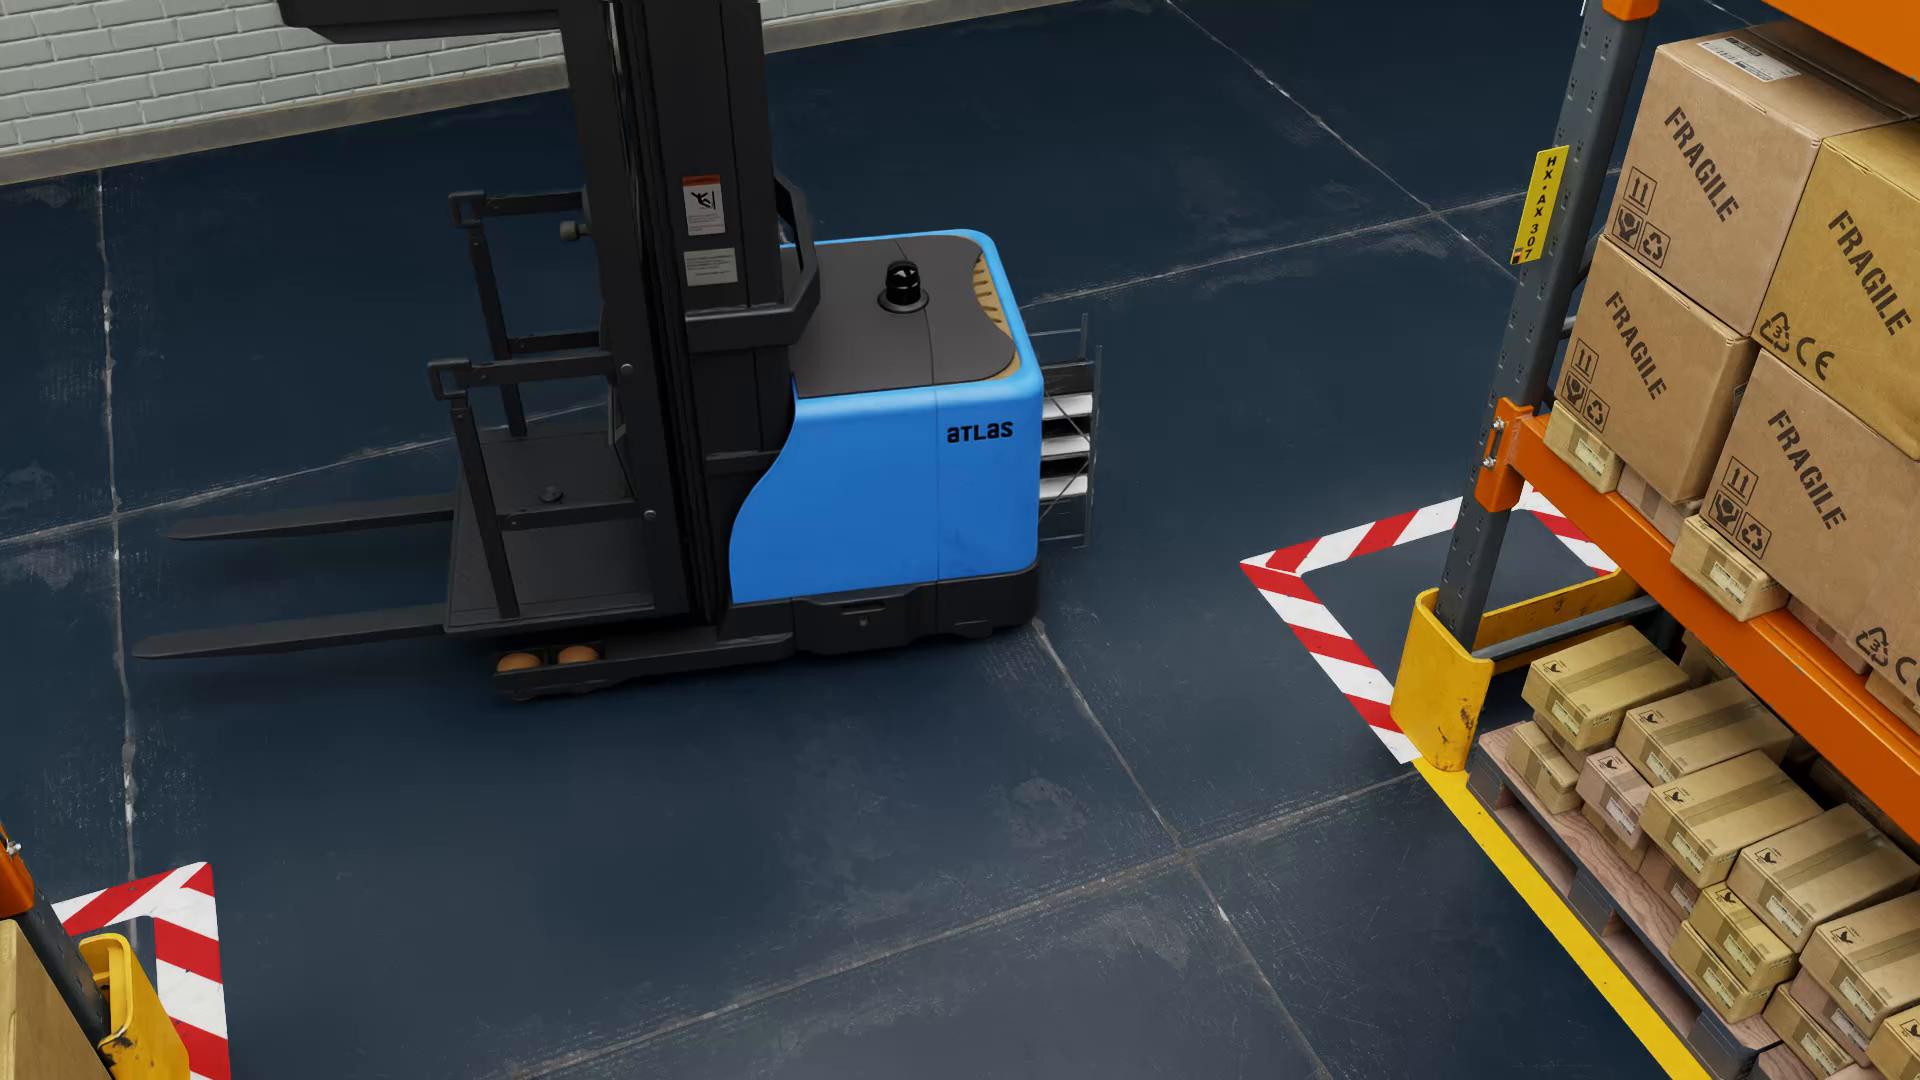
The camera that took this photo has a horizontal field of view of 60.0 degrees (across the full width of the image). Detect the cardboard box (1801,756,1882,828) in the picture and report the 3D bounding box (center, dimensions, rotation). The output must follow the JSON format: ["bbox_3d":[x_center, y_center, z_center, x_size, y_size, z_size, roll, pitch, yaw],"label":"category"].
[{"bbox_3d":[2.663,0.701,4.771,0.380,0.149,0.250,-17,43,-19],"label":"cardboard box"}]

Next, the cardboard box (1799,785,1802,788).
[{"bbox_3d":[2.583,0.649,5.059,0.380,0.149,0.250,-14,43,-16],"label":"cardboard box"}]

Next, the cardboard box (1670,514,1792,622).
[{"bbox_3d":[2.007,0.023,4.115,0.380,0.149,0.250,-16,43,-18],"label":"cardboard box"}]

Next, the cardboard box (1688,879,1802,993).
[{"bbox_3d":[2.186,1.007,4.414,0.380,0.149,0.250,-14,43,-16],"label":"cardboard box"}]

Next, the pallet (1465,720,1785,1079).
[{"bbox_3d":[2.304,0.934,5.002,1.003,0.211,1.213,-15,43,-17],"label":"pallet"}]

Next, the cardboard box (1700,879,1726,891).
[{"bbox_3d":[2.188,0.826,4.626,0.380,0.149,0.250,-15,43,-16],"label":"cardboard box"}]

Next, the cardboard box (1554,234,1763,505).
[{"bbox_3d":[1.913,-0.479,4.201,0.500,0.500,0.500,-13,42,-15],"label":"cardboard box"}]

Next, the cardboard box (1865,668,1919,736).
[{"bbox_3d":[2.314,0.315,3.776,0.380,0.149,0.250,-16,43,-17],"label":"cardboard box"}]

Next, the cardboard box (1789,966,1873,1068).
[{"bbox_3d":[2.375,1.143,4.256,0.380,0.149,0.250,-17,44,-19],"label":"cardboard box"}]

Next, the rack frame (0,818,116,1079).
[{"bbox_3d":[-2.621,0.508,3.358,0.949,2.616,0.053,-15,43,-17],"label":"rack frame"}]

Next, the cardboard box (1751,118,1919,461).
[{"bbox_3d":[2.122,-0.558,3.527,0.500,0.500,0.500,-14,43,-16],"label":"cardboard box"}]

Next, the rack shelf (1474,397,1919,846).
[{"bbox_3d":[2.762,0.810,3.559,1.077,0.370,4.000,-15,43,-17],"label":"rack shelf"}]

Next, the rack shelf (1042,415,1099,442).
[{"bbox_3d":[0.345,-0.410,5.950,0.258,0.077,0.200,-7,41,-8],"label":"rack shelf"}]

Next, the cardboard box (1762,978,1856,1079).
[{"bbox_3d":[2.361,1.246,4.365,0.380,0.149,0.250,-15,43,-17],"label":"cardboard box"}]

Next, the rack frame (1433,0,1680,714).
[{"bbox_3d":[1.997,-0.667,4.726,1.000,3.000,0.127,-15,43,-17],"label":"rack frame"}]

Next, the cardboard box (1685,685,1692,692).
[{"bbox_3d":[2.391,0.519,5.210,0.380,0.149,0.250,-14,43,-16],"label":"cardboard box"}]

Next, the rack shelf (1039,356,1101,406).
[{"bbox_3d":[0.345,-0.547,5.832,0.258,0.077,0.200,-7,41,-8],"label":"rack shelf"}]

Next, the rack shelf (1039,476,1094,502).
[{"bbox_3d":[0.345,-0.205,6.126,0.258,0.077,0.200,-7,41,-8],"label":"rack shelf"}]

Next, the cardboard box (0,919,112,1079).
[{"bbox_3d":[-2.306,1.521,3.488,0.875,0.875,0.875,-15,43,-17],"label":"cardboard box"}]

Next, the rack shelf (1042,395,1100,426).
[{"bbox_3d":[0.345,-0.478,5.891,0.258,0.077,0.200,-7,41,-8],"label":"rack shelf"}]

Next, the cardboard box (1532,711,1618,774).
[{"bbox_3d":[1.960,0.521,4.980,0.380,0.149,0.250,-13,42,-15],"label":"cardboard box"}]

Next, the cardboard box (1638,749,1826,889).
[{"bbox_3d":[2.078,0.749,4.487,0.380,0.149,0.250,-15,43,-17],"label":"cardboard box"}]

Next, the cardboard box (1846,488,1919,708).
[{"bbox_3d":[2.317,0.136,3.487,0.500,0.500,0.500,-15,43,-16],"label":"cardboard box"}]

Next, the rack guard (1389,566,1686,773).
[{"bbox_3d":[2.026,0.326,5.487,1.175,0.500,0.348,-15,43,-17],"label":"rack guard"}]

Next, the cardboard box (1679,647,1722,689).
[{"bbox_3d":[2.462,0.388,5.134,0.380,0.149,0.250,-16,43,-18],"label":"cardboard box"}]

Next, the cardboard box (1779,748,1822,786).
[{"bbox_3d":[2.513,0.559,4.936,0.380,0.149,0.250,-16,43,-18],"label":"cardboard box"}]

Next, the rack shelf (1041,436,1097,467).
[{"bbox_3d":[0.345,-0.342,6.008,0.258,0.077,0.200,-7,41,-8],"label":"rack shelf"}]

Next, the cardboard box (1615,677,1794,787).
[{"bbox_3d":[2.100,0.565,4.700,0.380,0.149,0.250,-14,43,-16],"label":"cardboard box"}]

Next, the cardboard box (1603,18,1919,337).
[{"bbox_3d":[1.923,-0.861,3.878,0.500,0.500,0.500,-15,43,-17],"label":"cardboard box"}]

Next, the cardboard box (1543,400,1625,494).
[{"bbox_3d":[1.818,-0.295,4.485,0.380,0.149,0.250,-15,43,-17],"label":"cardboard box"}]

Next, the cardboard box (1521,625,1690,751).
[{"bbox_3d":[1.883,0.429,4.859,0.380,0.149,0.250,-17,44,-19],"label":"cardboard box"}]

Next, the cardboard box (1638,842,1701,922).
[{"bbox_3d":[2.179,0.935,4.727,0.380,0.149,0.250,-15,43,-16],"label":"cardboard box"}]

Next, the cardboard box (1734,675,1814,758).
[{"bbox_3d":[2.476,0.450,4.834,0.380,0.149,0.250,-14,43,-16],"label":"cardboard box"}]

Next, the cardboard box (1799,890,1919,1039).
[{"bbox_3d":[2.347,1.047,4.140,0.380,0.149,0.250,-14,43,-15],"label":"cardboard box"}]

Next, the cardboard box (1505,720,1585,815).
[{"bbox_3d":[1.901,0.650,5.058,0.380,0.149,0.250,-14,43,-16],"label":"cardboard box"}]

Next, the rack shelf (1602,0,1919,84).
[{"bbox_3d":[2.762,-0.327,2.581,1.077,0.370,4.000,-15,43,-17],"label":"rack shelf"}]

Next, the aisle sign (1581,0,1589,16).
[{"bbox_3d":[1.692,-1.622,3.842,0.394,0.787,0.004,-15,43,-17],"label":"aisle sign"}]

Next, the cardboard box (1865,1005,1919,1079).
[{"bbox_3d":[2.405,1.217,3.942,0.380,0.149,0.250,-14,43,-16],"label":"cardboard box"}]

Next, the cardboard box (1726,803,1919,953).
[{"bbox_3d":[2.249,0.878,4.337,0.380,0.149,0.250,-17,44,-19],"label":"cardboard box"}]

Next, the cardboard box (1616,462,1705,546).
[{"bbox_3d":[1.953,-0.152,4.319,0.380,0.149,0.250,-14,43,-15],"label":"cardboard box"}]

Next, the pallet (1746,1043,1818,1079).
[{"bbox_3d":[2.767,1.668,4.149,1.003,0.211,1.213,-15,43,-17],"label":"pallet"}]

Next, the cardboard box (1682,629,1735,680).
[{"bbox_3d":[2.433,0.284,5.027,0.380,0.149,0.250,-15,43,-16],"label":"cardboard box"}]

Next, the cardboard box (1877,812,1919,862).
[{"bbox_3d":[2.733,0.746,4.490,0.380,0.149,0.250,-17,43,-19],"label":"cardboard box"}]

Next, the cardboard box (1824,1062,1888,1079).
[{"bbox_3d":[2.376,1.418,4.165,0.380,0.149,0.250,-17,44,-19],"label":"cardboard box"}]

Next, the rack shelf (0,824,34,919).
[{"bbox_3d":[-1.859,1.987,2.191,1.077,0.370,4.000,-15,43,-17],"label":"rack shelf"}]

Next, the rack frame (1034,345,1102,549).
[{"bbox_3d":[0.364,-0.302,5.911,0.240,0.900,0.006,-7,41,-8],"label":"rack frame"}]

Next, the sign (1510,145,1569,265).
[{"bbox_3d":[1.495,-0.860,4.286,0.100,0.325,0.005,-15,43,-17],"label":"sign"}]

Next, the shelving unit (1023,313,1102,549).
[{"bbox_3d":[0.345,-0.367,5.987,0.258,0.900,0.210,-7,41,-8],"label":"shelving unit"}]

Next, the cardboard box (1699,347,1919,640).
[{"bbox_3d":[2.142,-0.163,3.834,0.500,0.500,0.500,-15,43,-17],"label":"cardboard box"}]

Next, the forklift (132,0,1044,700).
[{"bbox_3d":[-1.287,-0.942,5.097,3.031,2.935,1.130,-6,41,-7],"label":"forklift"}]

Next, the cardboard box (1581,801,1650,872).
[{"bbox_3d":[2.077,0.787,4.899,0.380,0.149,0.250,-15,43,-17],"label":"cardboard box"}]

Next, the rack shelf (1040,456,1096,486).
[{"bbox_3d":[0.345,-0.274,6.067,0.258,0.077,0.200,-7,41,-8],"label":"rack shelf"}]

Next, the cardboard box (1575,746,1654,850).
[{"bbox_3d":[2.013,0.700,4.771,0.380,0.149,0.250,-15,43,-17],"label":"cardboard box"}]

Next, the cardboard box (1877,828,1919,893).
[{"bbox_3d":[2.671,0.888,4.553,0.380,0.149,0.250,-16,43,-17],"label":"cardboard box"}]

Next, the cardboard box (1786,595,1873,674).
[{"bbox_3d":[2.233,0.145,3.973,0.380,0.149,0.250,-13,42,-15],"label":"cardboard box"}]

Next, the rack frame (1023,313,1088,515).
[{"bbox_3d":[0.326,-0.432,6.062,0.240,0.900,0.006,-7,41,-8],"label":"rack frame"}]

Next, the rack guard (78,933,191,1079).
[{"bbox_3d":[-2.634,1.442,4.189,1.175,0.500,0.348,-15,43,-17],"label":"rack guard"}]

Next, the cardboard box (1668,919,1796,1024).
[{"bbox_3d":[2.175,1.116,4.516,0.380,0.149,0.250,-15,43,-16],"label":"cardboard box"}]
